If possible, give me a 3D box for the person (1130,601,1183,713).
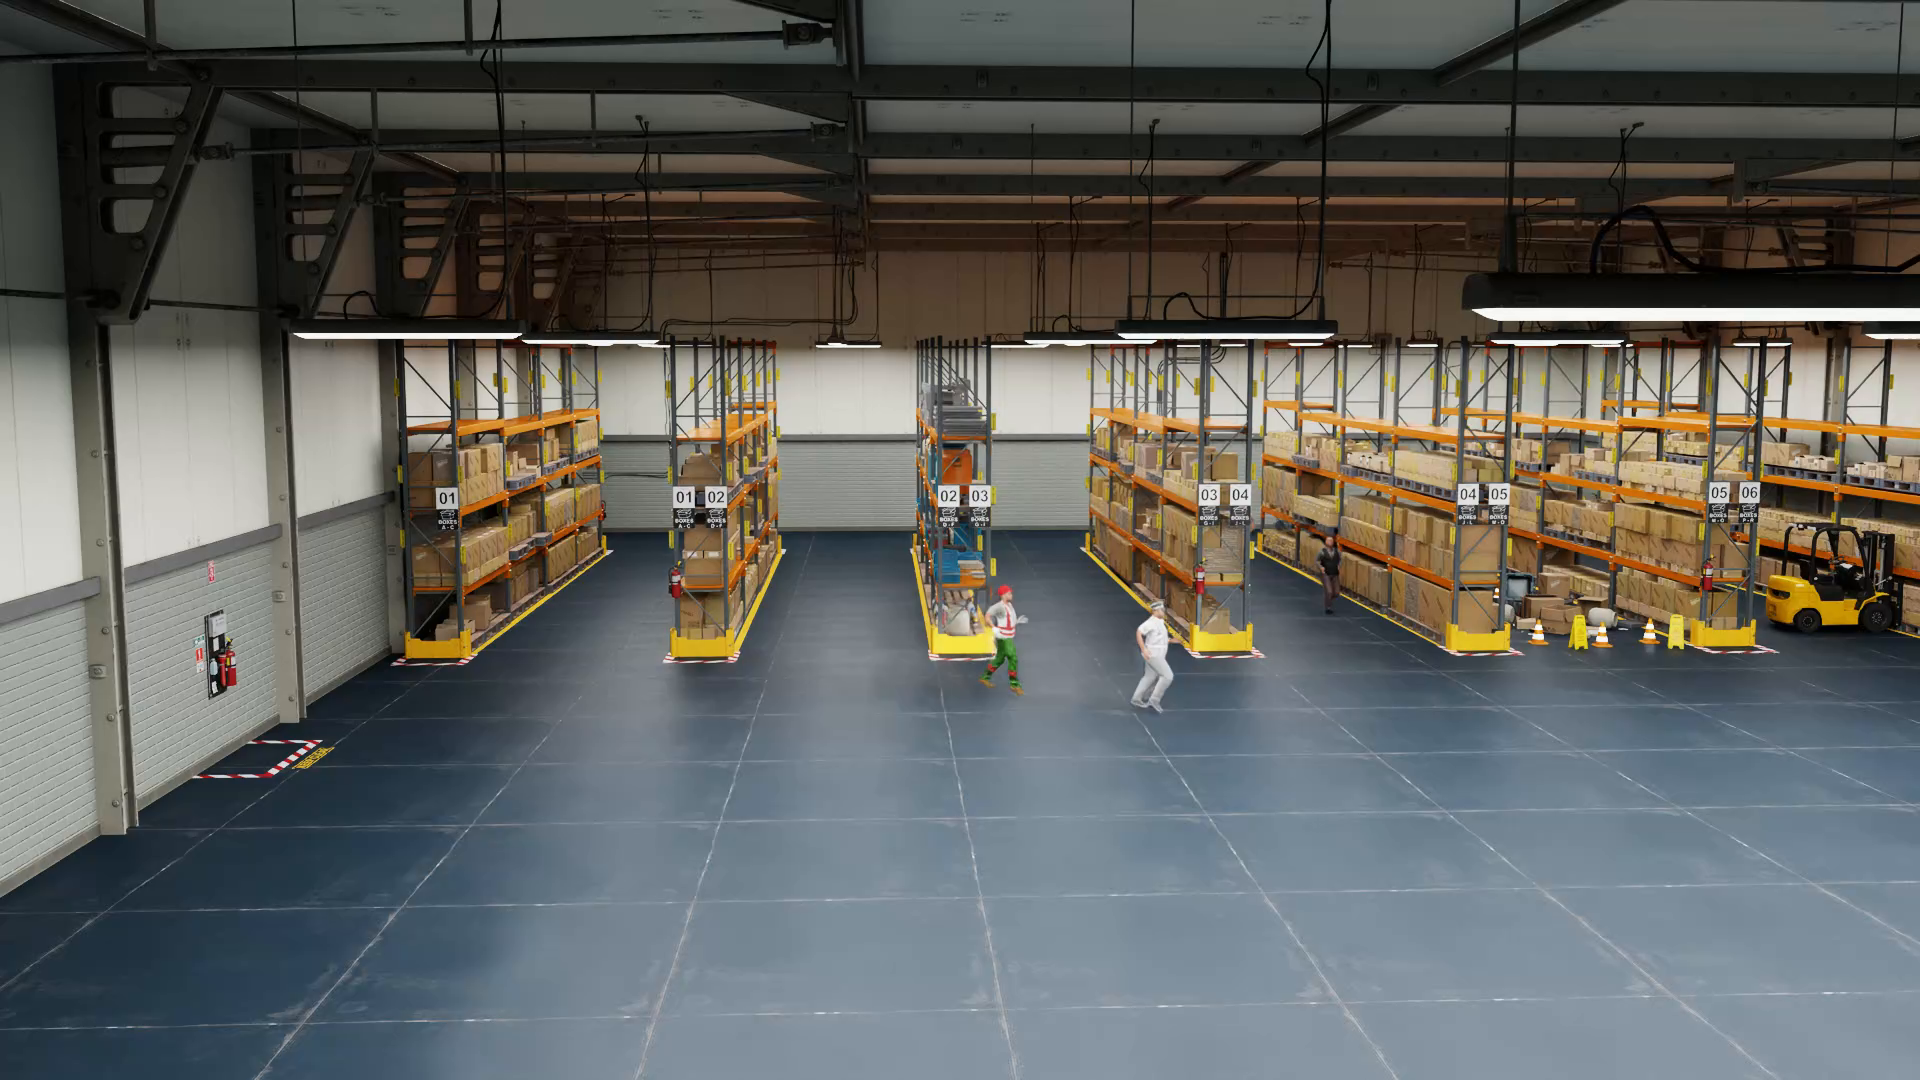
[{"bbox_3d":[3.124,1.858,26.447,0.826,1.815,0.627,2,7,14],"label":"person"}]

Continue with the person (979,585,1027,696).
[{"bbox_3d":[0.739,1.672,27.833,0.842,1.839,0.640,2,7,16],"label":"person"}]

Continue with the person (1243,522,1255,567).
[{"bbox_3d":[7.586,-0.122,44.548,0.603,1.629,0.624,1,7,5],"label":"person"}]

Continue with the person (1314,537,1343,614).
[{"bbox_3d":[8.067,0.763,36.379,0.659,1.673,0.614,-1,7,-7],"label":"person"}]

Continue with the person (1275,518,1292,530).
[{"bbox_3d":[9.664,-0.714,49.048,0.741,1.757,0.682,-1,7,-9],"label":"person"}]
